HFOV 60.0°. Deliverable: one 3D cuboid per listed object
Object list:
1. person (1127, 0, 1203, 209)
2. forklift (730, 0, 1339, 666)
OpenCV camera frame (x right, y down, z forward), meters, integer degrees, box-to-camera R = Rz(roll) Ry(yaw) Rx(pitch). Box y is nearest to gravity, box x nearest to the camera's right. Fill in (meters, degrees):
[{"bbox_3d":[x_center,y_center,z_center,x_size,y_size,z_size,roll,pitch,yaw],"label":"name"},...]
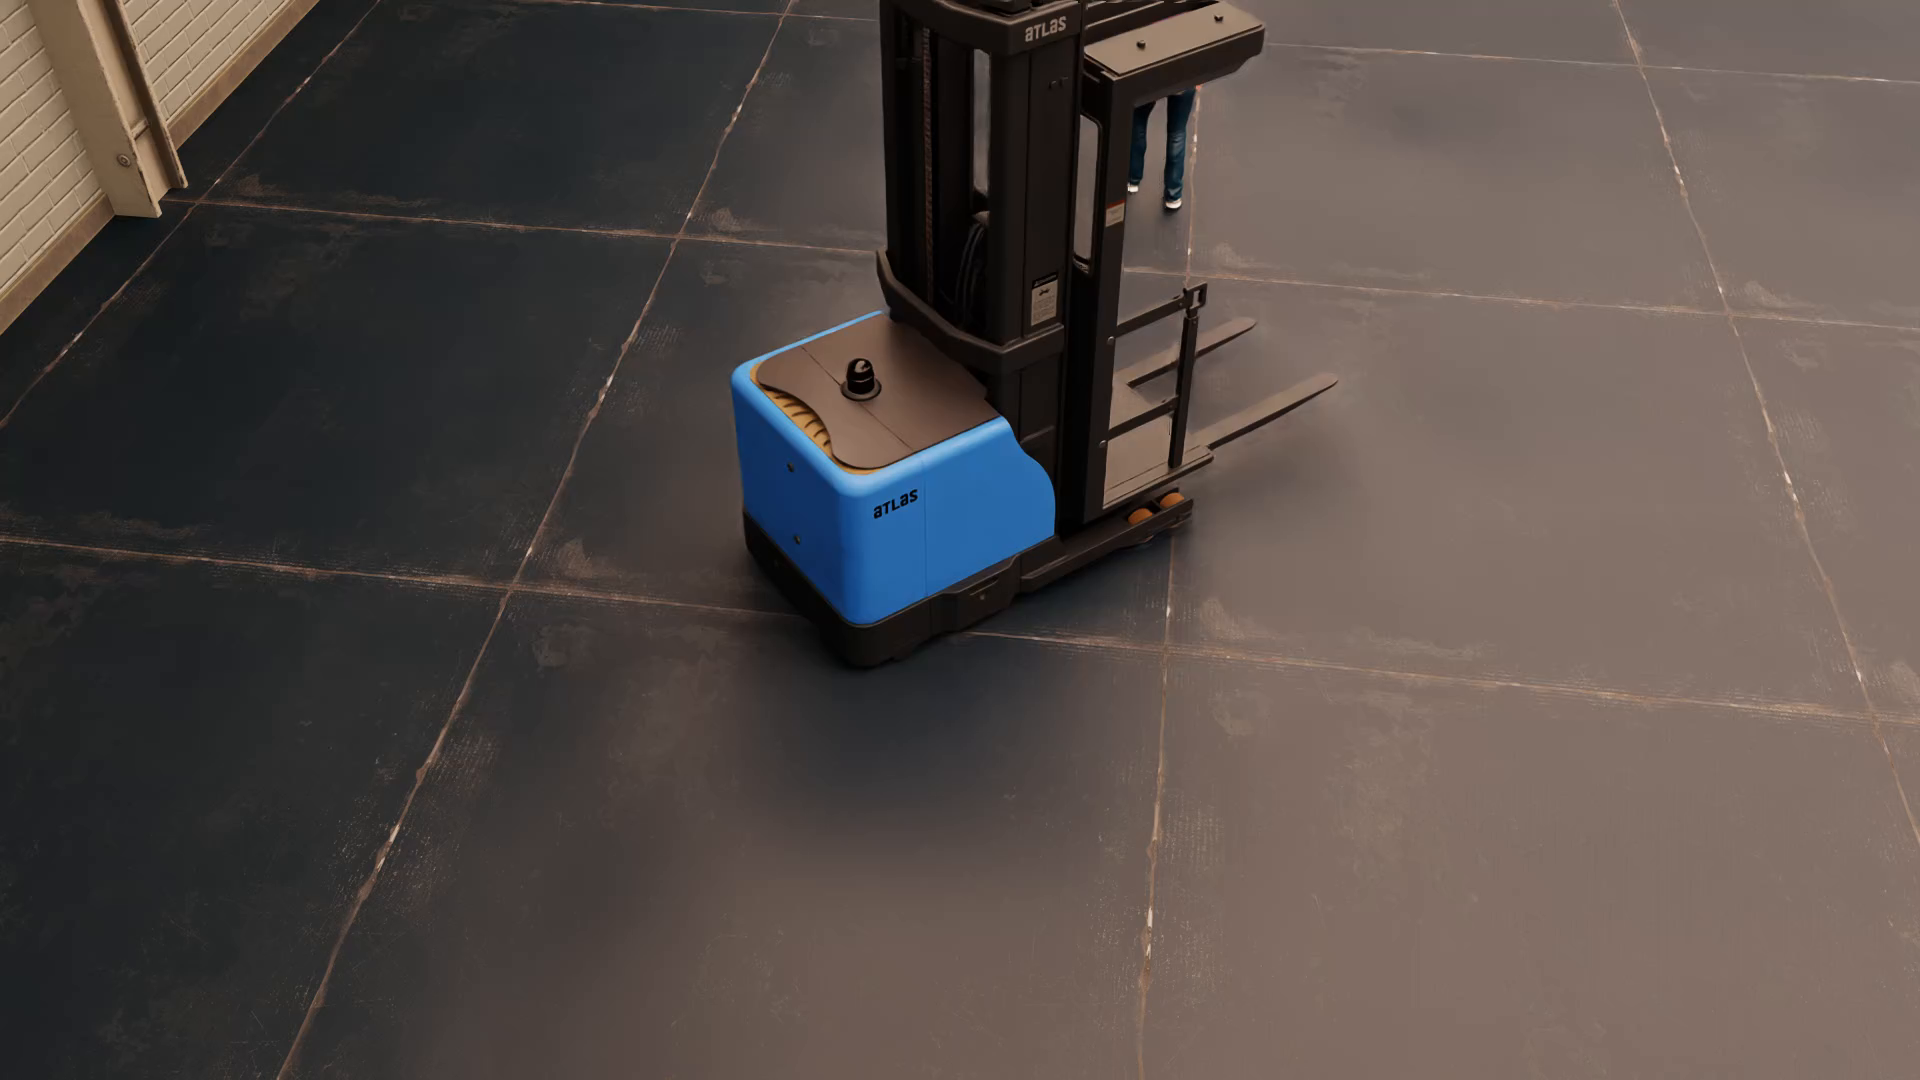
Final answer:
[{"bbox_3d":[1.186,-2.692,9.675,0.494,1.623,0.439,0,43,0],"label":"person"},{"bbox_3d":[0.498,-1.332,7.174,3.031,2.935,1.130,-25,48,-25],"label":"forklift"}]
